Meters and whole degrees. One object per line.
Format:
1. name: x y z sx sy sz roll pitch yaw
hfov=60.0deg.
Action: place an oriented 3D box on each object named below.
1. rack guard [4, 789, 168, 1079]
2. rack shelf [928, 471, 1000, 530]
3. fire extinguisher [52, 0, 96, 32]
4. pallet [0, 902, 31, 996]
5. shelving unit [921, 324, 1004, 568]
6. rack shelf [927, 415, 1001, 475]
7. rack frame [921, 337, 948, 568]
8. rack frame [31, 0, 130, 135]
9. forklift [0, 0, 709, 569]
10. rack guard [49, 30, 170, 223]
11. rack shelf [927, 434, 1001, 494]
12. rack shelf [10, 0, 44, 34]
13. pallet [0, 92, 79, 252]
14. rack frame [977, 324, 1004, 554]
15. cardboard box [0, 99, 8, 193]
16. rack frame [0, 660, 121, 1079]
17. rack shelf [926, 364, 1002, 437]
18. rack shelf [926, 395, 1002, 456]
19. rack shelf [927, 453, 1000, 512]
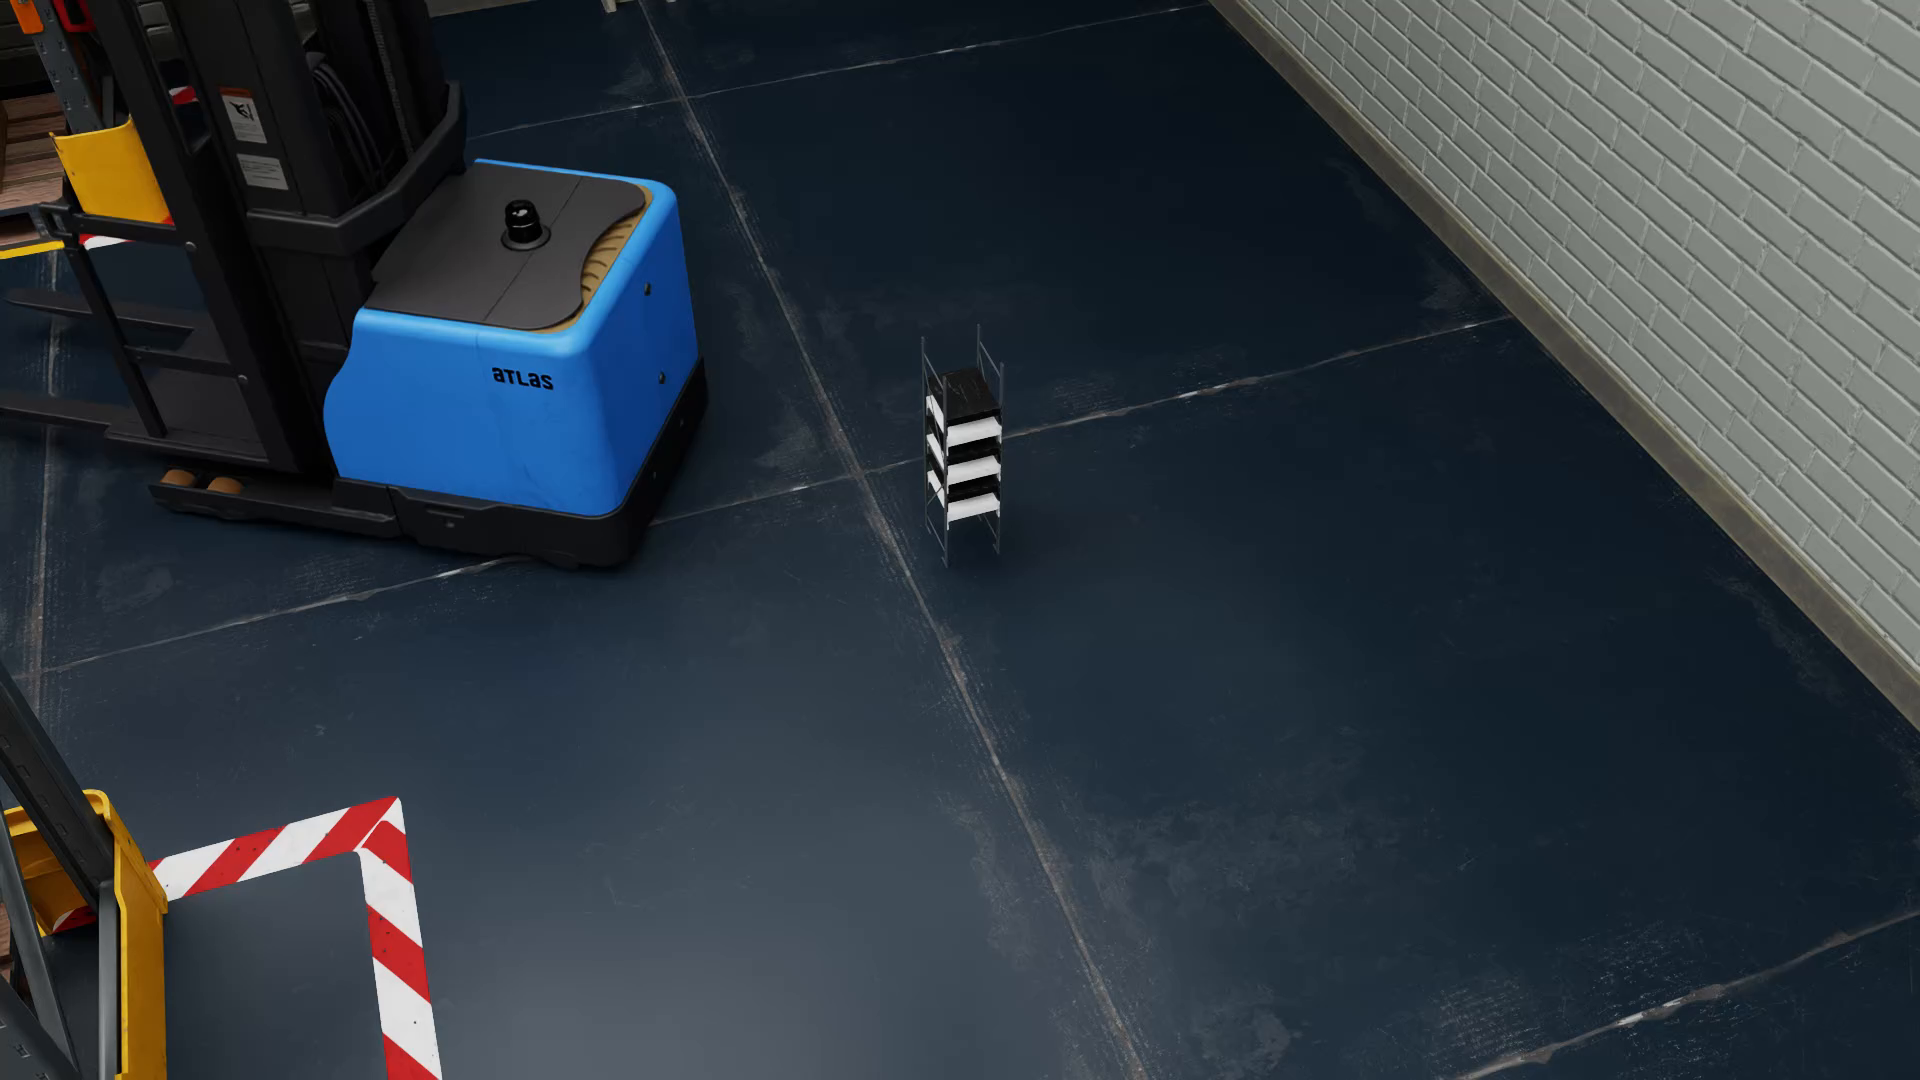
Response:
1. rack guard: -2.440 1.317 4.584 0.348 0.500 1.175 -14 47 -14
2. rack shelf: 0.008 -0.169 6.084 0.200 0.077 0.258 -14 47 -14
3. fire extinguisher: -3.756 -2.452 6.894 0.183 0.674 0.296 -14 47 -14
4. pallet: -3.190 1.612 4.495 1.213 0.211 1.003 -14 47 -14
5. shelving unit: 0.008 -0.320 5.933 0.210 0.900 0.258 -14 47 -14
6. rack shelf: 0.008 -0.360 5.893 0.200 0.077 0.258 -14 47 -14
7. rack frame: -0.088 -0.295 5.909 0.006 0.900 0.240 -14 47 -14
8. rack frame: -4.054 -2.883 7.005 0.127 3.000 1.000 -14 47 -14
9. forklift: -2.584 -1.467 5.643 3.031 2.935 1.130 9 46 9
10. rack guard: -4.032 -2.006 7.896 0.348 0.500 1.175 -14 47 -14
11. rack shelf: 0.008 -0.296 5.957 0.200 0.077 0.258 -14 47 -14
12. rack shelf: -5.935 -2.148 6.781 4.000 0.370 1.077 -14 47 -14
13. pallet: -4.780 -1.654 7.749 1.213 0.211 1.003 -14 47 -14
14. rack frame: 0.103 -0.344 5.958 0.006 0.900 0.240 -14 47 -14
15. cardboard box: -4.679 -1.913 7.508 0.500 0.500 0.700 -14 47 -14
16. rack frame: -2.369 0.417 3.717 0.127 3.000 1.000 -14 47 -14
17. rack shelf: 0.008 -0.487 5.766 0.200 0.077 0.258 -14 47 -14
18. rack shelf: 0.008 -0.423 5.829 0.200 0.077 0.258 -14 47 -14
19. rack shelf: 0.008 -0.233 6.021 0.200 0.077 0.258 -14 47 -14
